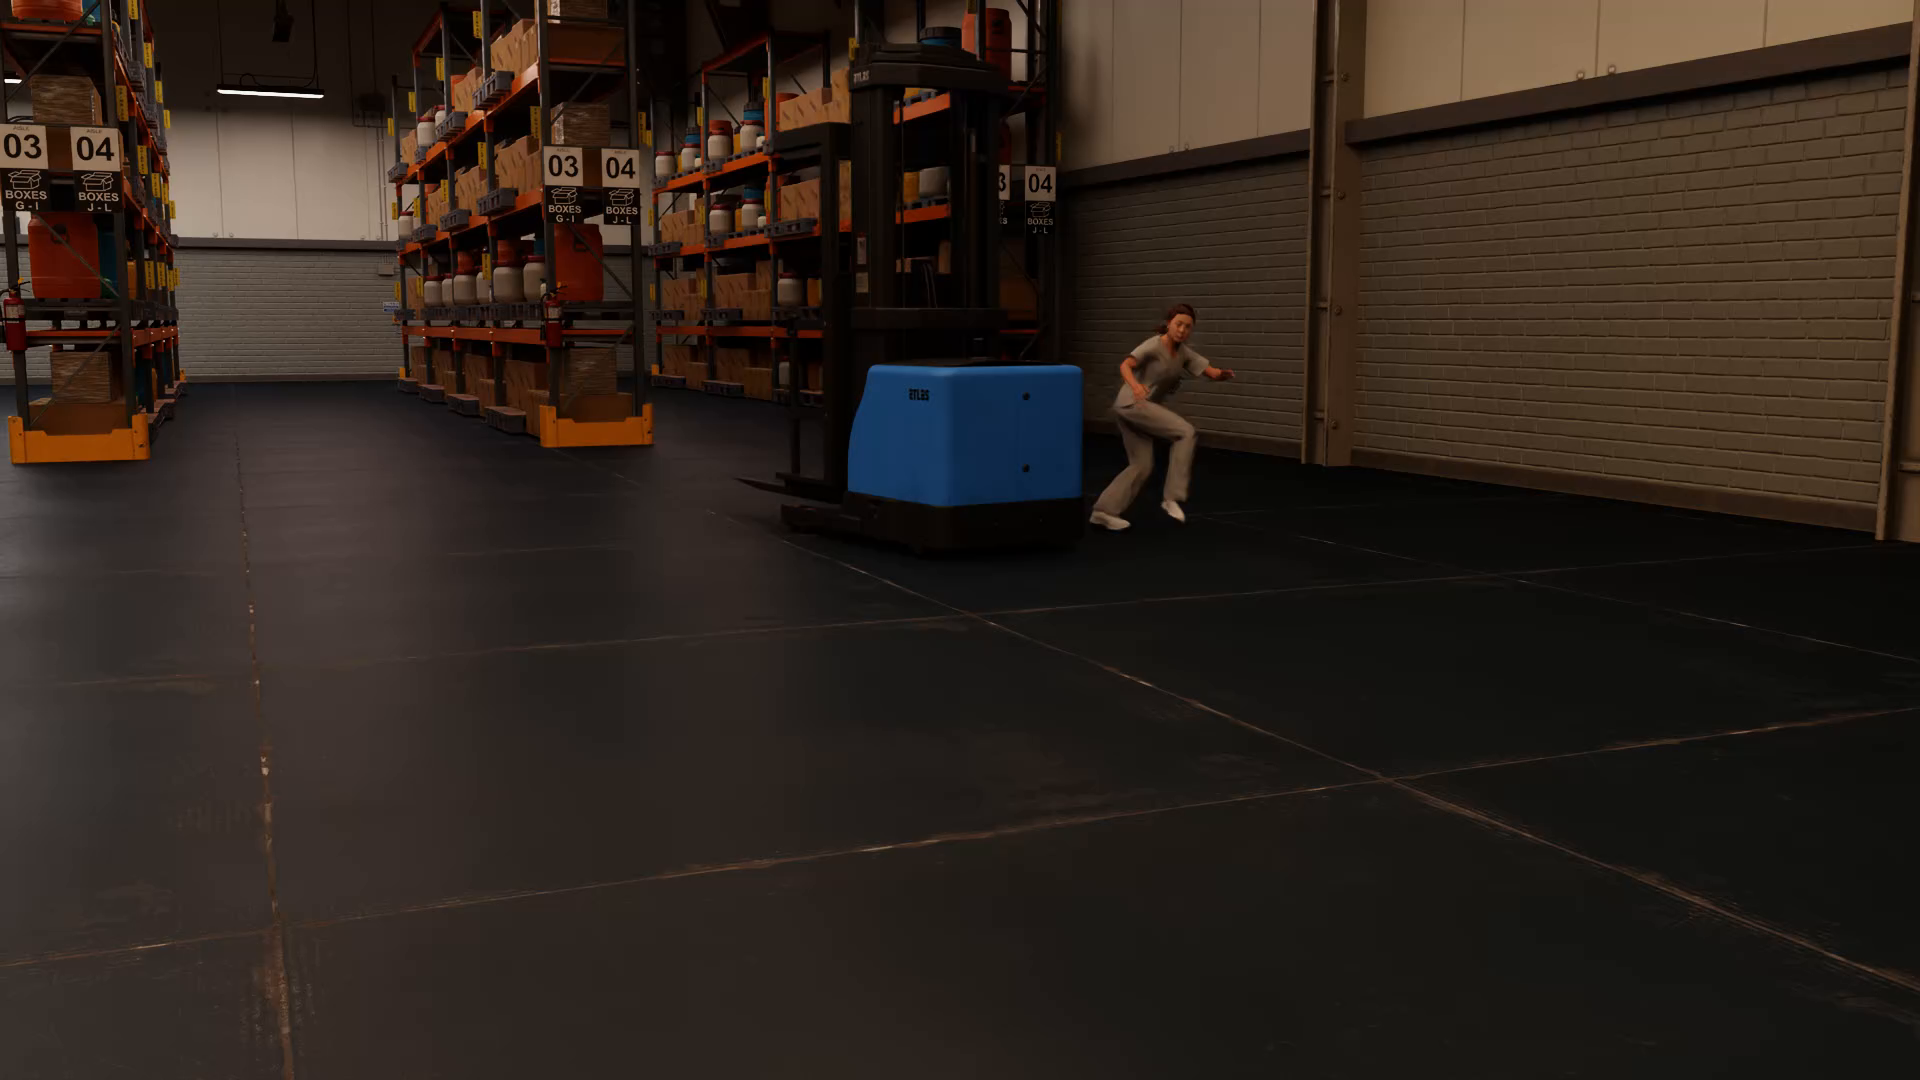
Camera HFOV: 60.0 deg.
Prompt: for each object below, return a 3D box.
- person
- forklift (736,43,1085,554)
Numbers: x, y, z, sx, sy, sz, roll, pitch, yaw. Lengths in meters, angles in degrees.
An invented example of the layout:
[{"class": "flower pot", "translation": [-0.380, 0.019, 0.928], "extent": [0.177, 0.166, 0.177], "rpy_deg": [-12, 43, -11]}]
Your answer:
[{"class": "person", "translation": [1.332, -0.799, 10.704], "extent": [0.819, 1.431, 0.880], "rpy_deg": [4, 8, 26]}, {"class": "forklift", "translation": [-0.489, -1.526, 10.516], "extent": [1.130, 2.935, 3.031], "rpy_deg": [-5, 9, -32]}]
